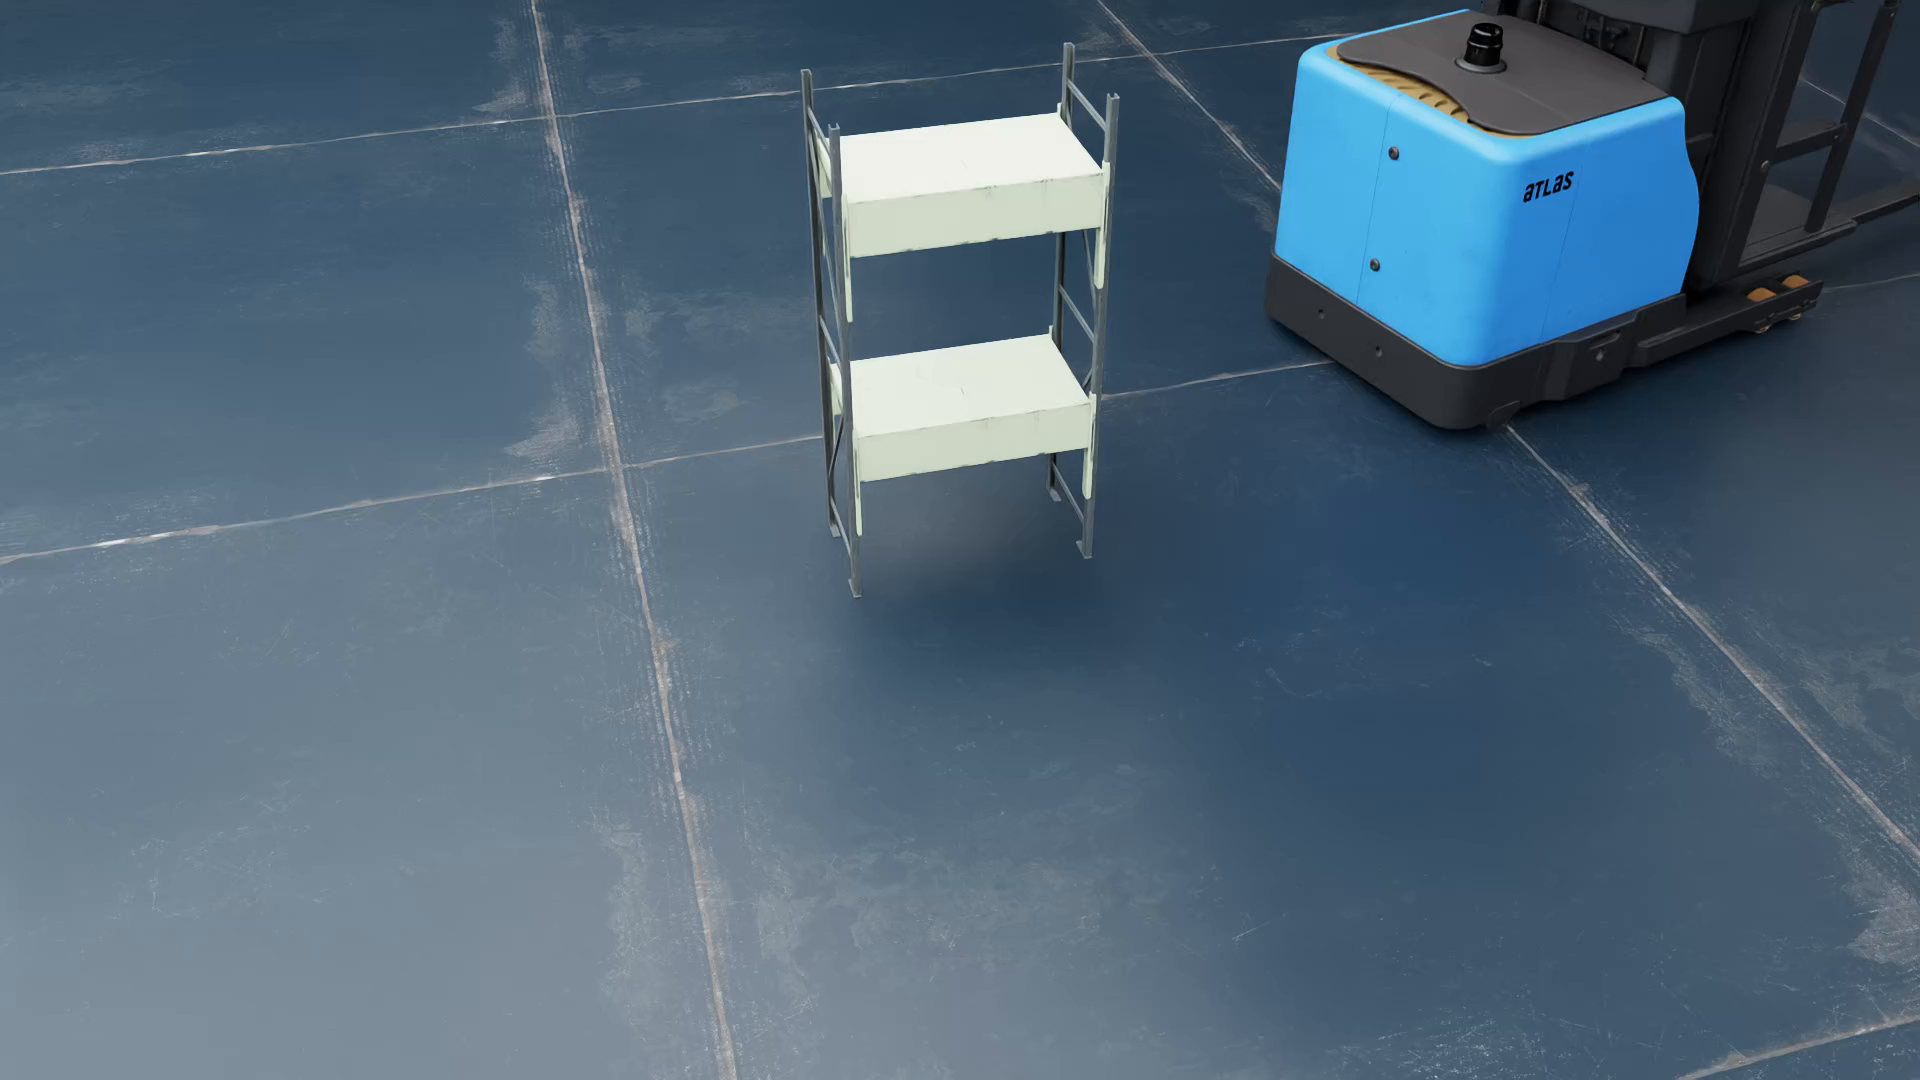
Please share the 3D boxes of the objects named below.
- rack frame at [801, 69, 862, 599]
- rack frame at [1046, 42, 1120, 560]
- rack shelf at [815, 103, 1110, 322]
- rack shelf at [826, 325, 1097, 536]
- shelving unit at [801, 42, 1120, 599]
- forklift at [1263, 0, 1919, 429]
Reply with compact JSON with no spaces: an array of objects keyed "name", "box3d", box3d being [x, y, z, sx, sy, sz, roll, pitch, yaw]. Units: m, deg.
[{"name":"rack frame","box3d":[-0.360,-0.537,4.717,0.023,1.500,0.400,-9,38,-12]},{"name":"rack frame","box3d":[0.347,-0.653,4.869,0.023,1.500,0.400,-9,38,-12]},{"name":"rack shelf","box3d":[-0.006,-0.905,4.556,0.720,0.370,0.431,-9,38,-12]},{"name":"rack shelf","box3d":[-0.006,-0.336,4.991,0.720,0.370,0.431,-9,38,-12]},{"name":"shelving unit","box3d":[-0.006,-0.595,4.793,0.755,1.500,0.431,-9,38,-12]},{"name":"forklift","box3d":[2.676,-2.199,5.713,3.031,2.935,1.130,-20,42,-24]}]
